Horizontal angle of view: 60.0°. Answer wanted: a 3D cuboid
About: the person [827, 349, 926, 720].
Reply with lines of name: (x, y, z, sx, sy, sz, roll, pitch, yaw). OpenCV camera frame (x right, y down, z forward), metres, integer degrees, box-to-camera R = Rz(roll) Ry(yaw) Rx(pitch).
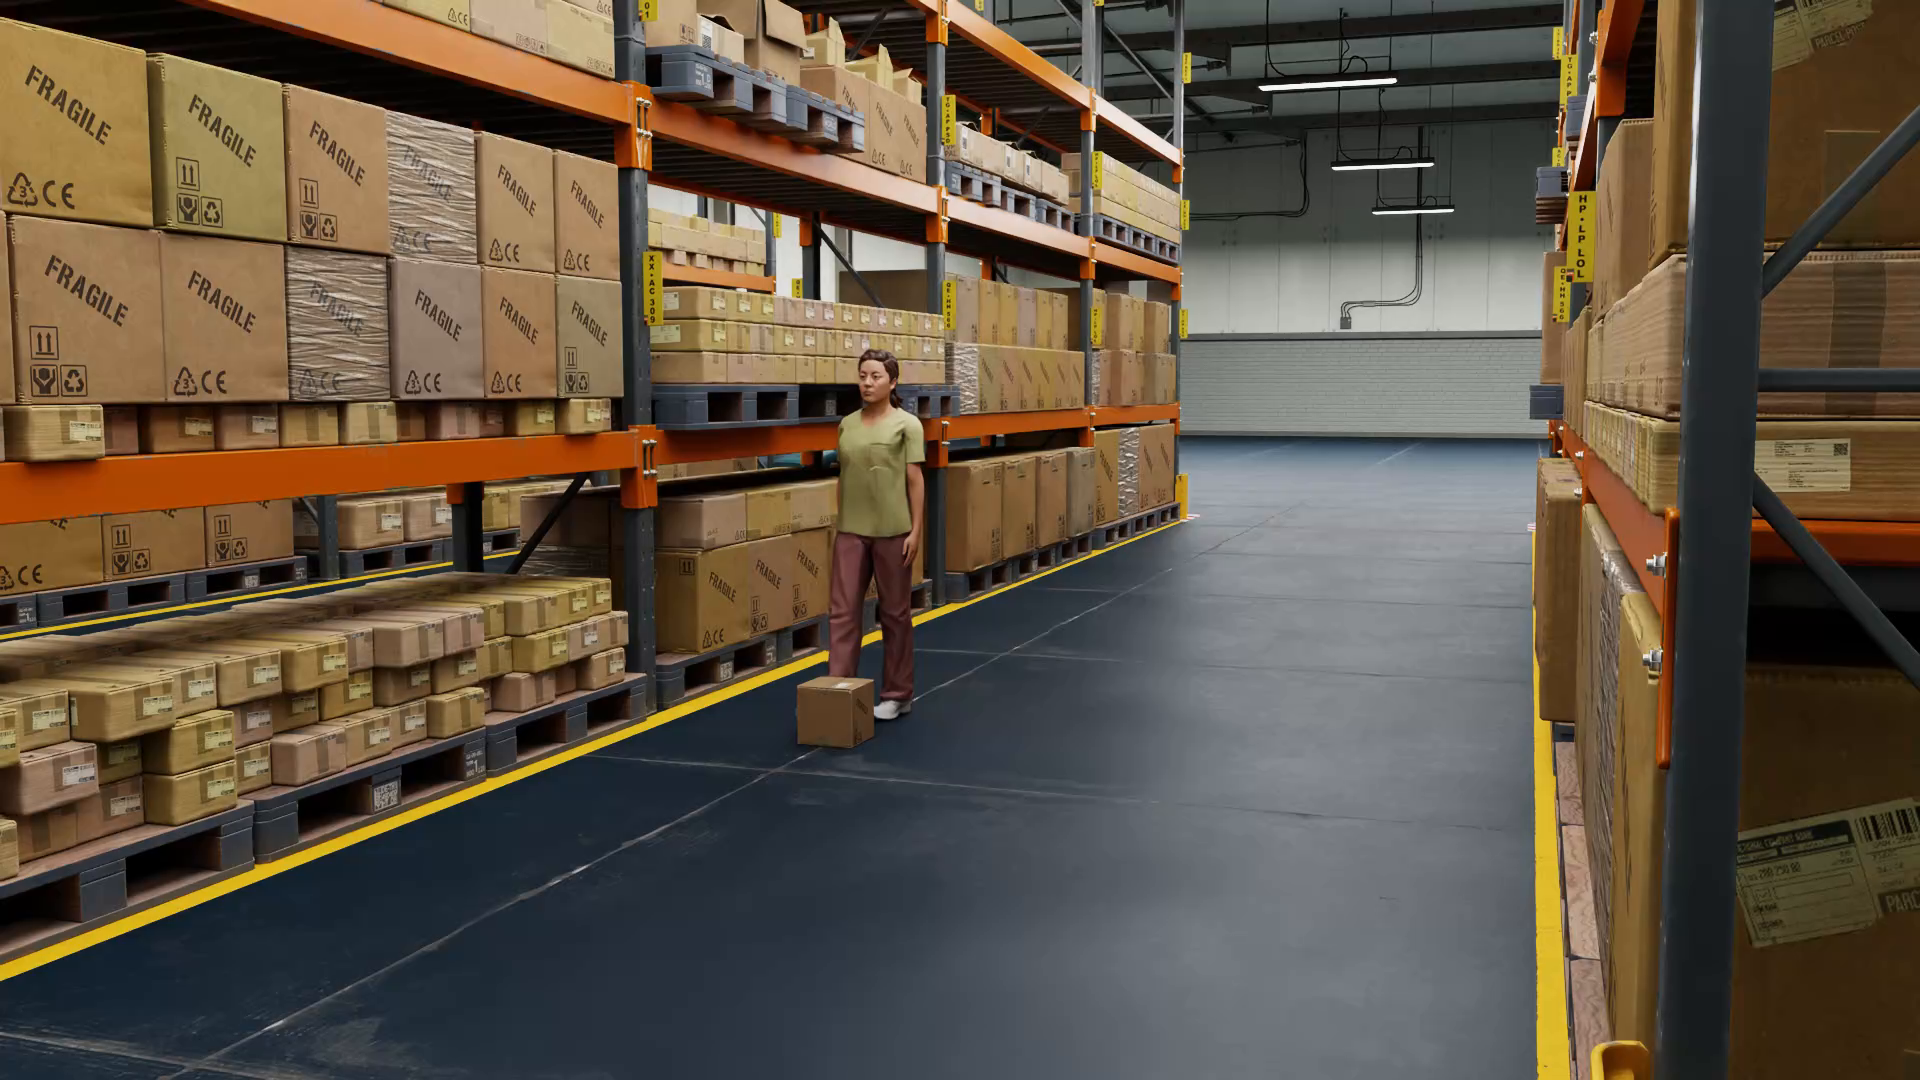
person: (-0.403, -0.008, 7.355, 0.438, 1.665, 0.616, 2, 6, 18)
